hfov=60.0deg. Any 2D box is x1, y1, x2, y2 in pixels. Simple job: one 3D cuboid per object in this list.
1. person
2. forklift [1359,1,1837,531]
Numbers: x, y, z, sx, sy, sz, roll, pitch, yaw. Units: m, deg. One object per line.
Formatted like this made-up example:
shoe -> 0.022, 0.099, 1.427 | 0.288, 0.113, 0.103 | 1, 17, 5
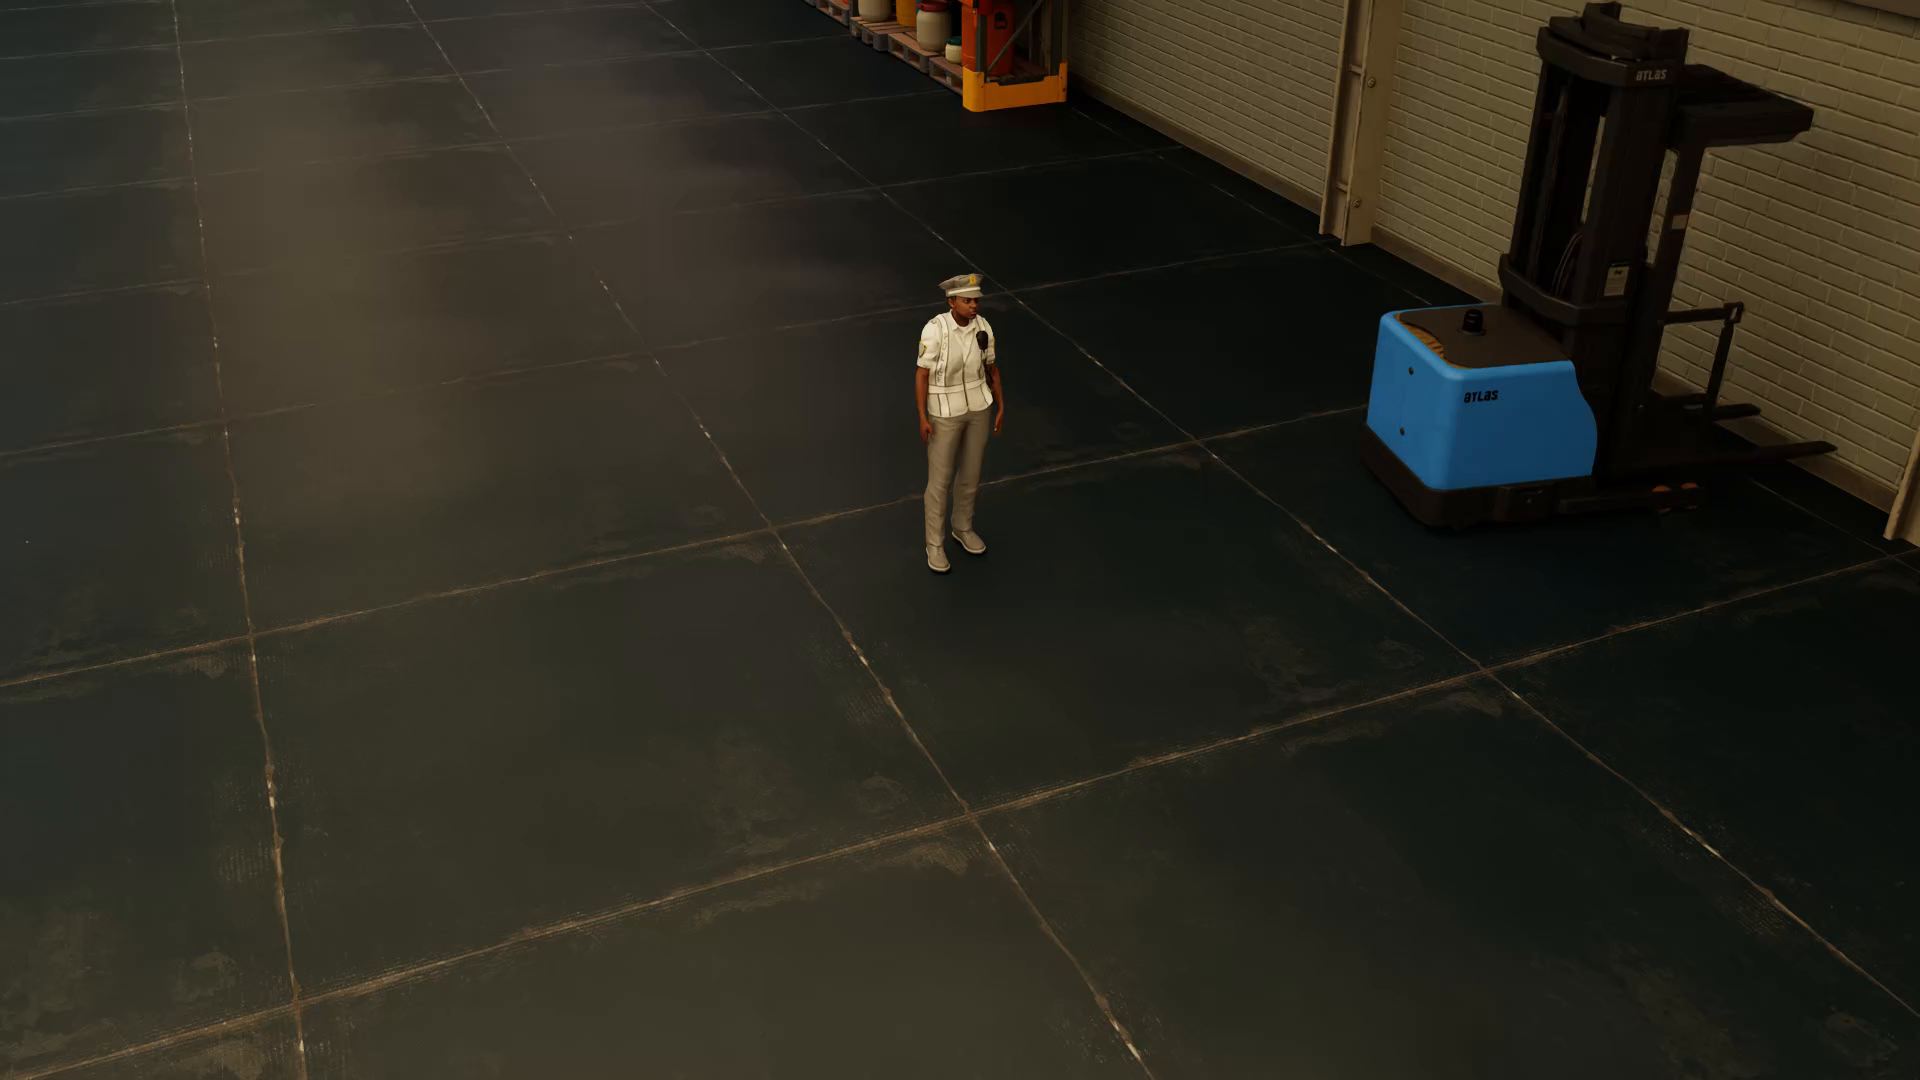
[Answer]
person -> 0.012, -0.704, 9.582 | 0.569, 1.695, 0.528 | -12, 32, -20
forklift -> 4.185, -1.693, 10.081 | 3.031, 2.935, 1.130 | -6, 30, -11
